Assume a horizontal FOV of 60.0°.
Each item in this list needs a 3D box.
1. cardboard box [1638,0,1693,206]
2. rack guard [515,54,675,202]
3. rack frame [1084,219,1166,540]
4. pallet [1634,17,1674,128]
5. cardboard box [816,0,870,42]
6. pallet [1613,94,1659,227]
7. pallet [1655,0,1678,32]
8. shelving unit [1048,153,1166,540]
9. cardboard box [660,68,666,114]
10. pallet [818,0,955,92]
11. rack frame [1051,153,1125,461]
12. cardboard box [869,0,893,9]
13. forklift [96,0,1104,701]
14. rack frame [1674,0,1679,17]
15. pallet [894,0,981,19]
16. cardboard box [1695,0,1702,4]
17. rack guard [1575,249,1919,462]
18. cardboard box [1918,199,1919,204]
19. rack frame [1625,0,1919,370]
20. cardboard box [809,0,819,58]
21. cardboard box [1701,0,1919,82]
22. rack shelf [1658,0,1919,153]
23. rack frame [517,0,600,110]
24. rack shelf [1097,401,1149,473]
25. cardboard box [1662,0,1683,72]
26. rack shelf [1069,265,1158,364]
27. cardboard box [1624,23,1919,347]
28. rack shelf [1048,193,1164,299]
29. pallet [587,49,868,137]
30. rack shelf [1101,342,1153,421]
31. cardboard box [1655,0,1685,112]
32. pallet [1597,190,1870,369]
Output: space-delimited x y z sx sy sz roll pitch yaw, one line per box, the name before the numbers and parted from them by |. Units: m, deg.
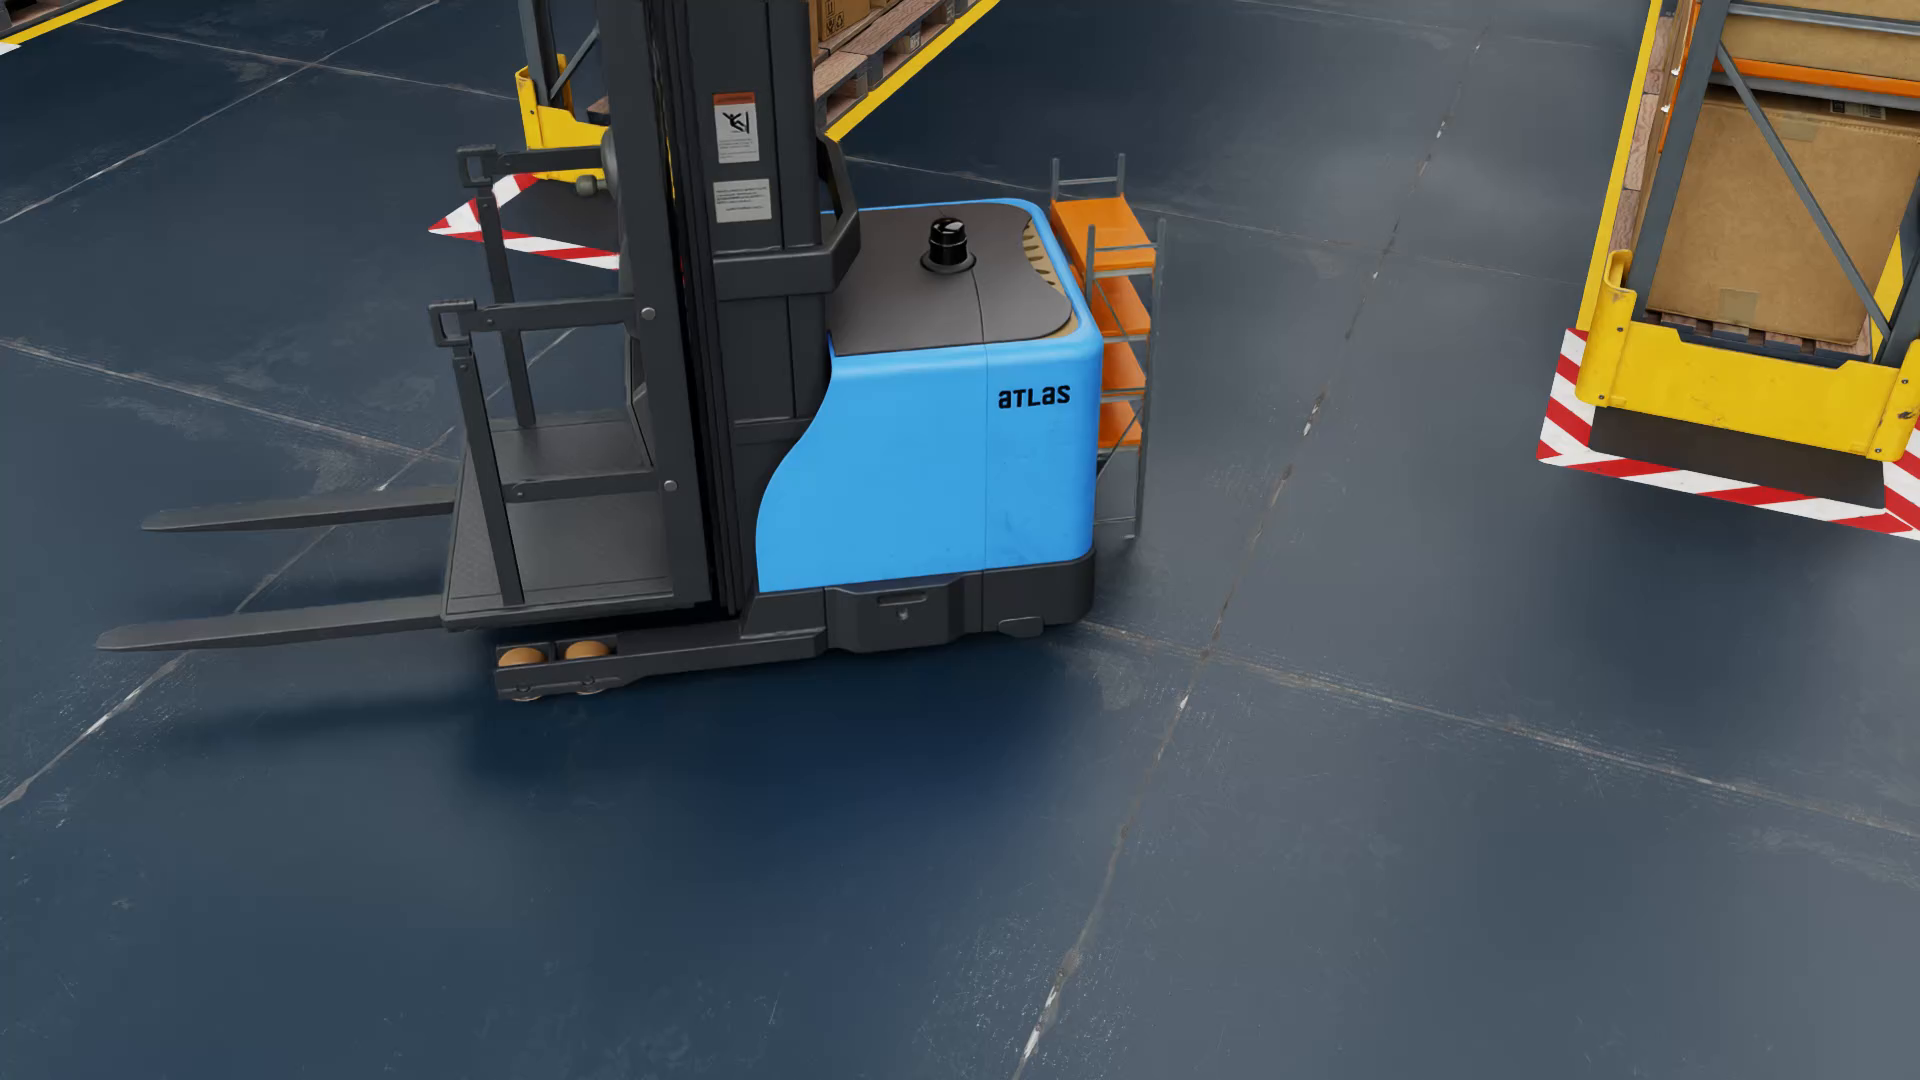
cardboard box | 3.533 -1.914 7.229 0.875 0.875 0.875 13 39 17
rack guard | -1.517 -1.945 7.935 1.175 0.500 0.348 14 39 18
rack frame | 0.505 -0.479 5.389 0.240 1.200 0.015 -6 37 -8
pallet | 4.163 -2.413 8.802 1.003 0.211 1.213 14 39 18
cardboard box | -0.841 -3.095 9.122 0.500 0.500 0.500 18 40 22
pallet | 3.700 -1.735 7.896 1.003 0.211 1.213 14 39 18
pallet | 4.749 -3.261 9.936 1.003 0.211 1.213 14 39 18
shelving unit | 0.462 -0.623 5.581 0.258 1.200 0.503 -6 37 -8
cardboard box | -1.293 -2.414 8.211 0.500 0.500 0.500 21 42 26
pallet | -0.709 -2.945 9.513 1.003 0.211 1.213 14 39 18
rack frame | 0.420 -0.767 5.774 0.240 1.200 0.015 -6 37 -8
cardboard box | -0.587 -3.393 9.522 0.500 0.500 0.500 11 38 14
forklift | -1.137 -1.022 4.669 3.031 2.935 1.130 -6 37 -8
rack frame | 4.525 -3.933 8.507 1.000 3.000 0.127 14 39 18
pallet | -0.247 -3.622 10.420 1.003 0.211 1.213 14 39 18
cardboard box | 3.291 -2.304 6.202 0.875 0.550 0.550 14 39 18
rack guard | 2.994 -0.704 6.275 1.175 0.500 0.348 14 39 18
cardboard box | 4.883 -1.840 7.792 0.500 0.500 0.500 21 42 25
rack frame | 3.003 -1.719 5.544 1.000 3.000 0.127 14 39 18
cardboard box | -1.097 -2.752 8.664 0.500 0.500 0.500 25 43 29
cardboard box | 3.102 -1.995 5.788 0.875 0.550 0.550 14 39 18
rack shelf | 3.764 -2.538 7.241 1.077 0.370 4.000 14 39 18
rack frame | -1.546 -2.905 7.131 1.000 3.000 0.127 14 39 18
rack shelf | 0.462 -0.410 5.740 0.258 0.148 0.480 -6 37 -8
cardboard box | 4.221 -2.918 8.573 0.875 0.875 0.875 14 39 18
rack shelf | 0.462 -0.748 5.488 0.258 0.148 0.480 -6 37 -8
cardboard box | 3.200 -1.426 6.577 0.875 0.875 0.875 14 39 18
rack shelf | 0.462 -0.938 5.346 0.258 0.148 0.480 -6 37 -8
pallet | -1.175 -2.272 8.613 1.003 0.211 1.213 14 39 18
rack shelf | 0.462 -0.569 5.621 0.258 0.148 0.480 -6 37 -8
cardboard box | 3.881 -2.418 7.904 0.875 0.875 0.875 14 39 18
pallet | 3.235 -1.062 6.995 1.003 0.211 1.213 14 39 18
